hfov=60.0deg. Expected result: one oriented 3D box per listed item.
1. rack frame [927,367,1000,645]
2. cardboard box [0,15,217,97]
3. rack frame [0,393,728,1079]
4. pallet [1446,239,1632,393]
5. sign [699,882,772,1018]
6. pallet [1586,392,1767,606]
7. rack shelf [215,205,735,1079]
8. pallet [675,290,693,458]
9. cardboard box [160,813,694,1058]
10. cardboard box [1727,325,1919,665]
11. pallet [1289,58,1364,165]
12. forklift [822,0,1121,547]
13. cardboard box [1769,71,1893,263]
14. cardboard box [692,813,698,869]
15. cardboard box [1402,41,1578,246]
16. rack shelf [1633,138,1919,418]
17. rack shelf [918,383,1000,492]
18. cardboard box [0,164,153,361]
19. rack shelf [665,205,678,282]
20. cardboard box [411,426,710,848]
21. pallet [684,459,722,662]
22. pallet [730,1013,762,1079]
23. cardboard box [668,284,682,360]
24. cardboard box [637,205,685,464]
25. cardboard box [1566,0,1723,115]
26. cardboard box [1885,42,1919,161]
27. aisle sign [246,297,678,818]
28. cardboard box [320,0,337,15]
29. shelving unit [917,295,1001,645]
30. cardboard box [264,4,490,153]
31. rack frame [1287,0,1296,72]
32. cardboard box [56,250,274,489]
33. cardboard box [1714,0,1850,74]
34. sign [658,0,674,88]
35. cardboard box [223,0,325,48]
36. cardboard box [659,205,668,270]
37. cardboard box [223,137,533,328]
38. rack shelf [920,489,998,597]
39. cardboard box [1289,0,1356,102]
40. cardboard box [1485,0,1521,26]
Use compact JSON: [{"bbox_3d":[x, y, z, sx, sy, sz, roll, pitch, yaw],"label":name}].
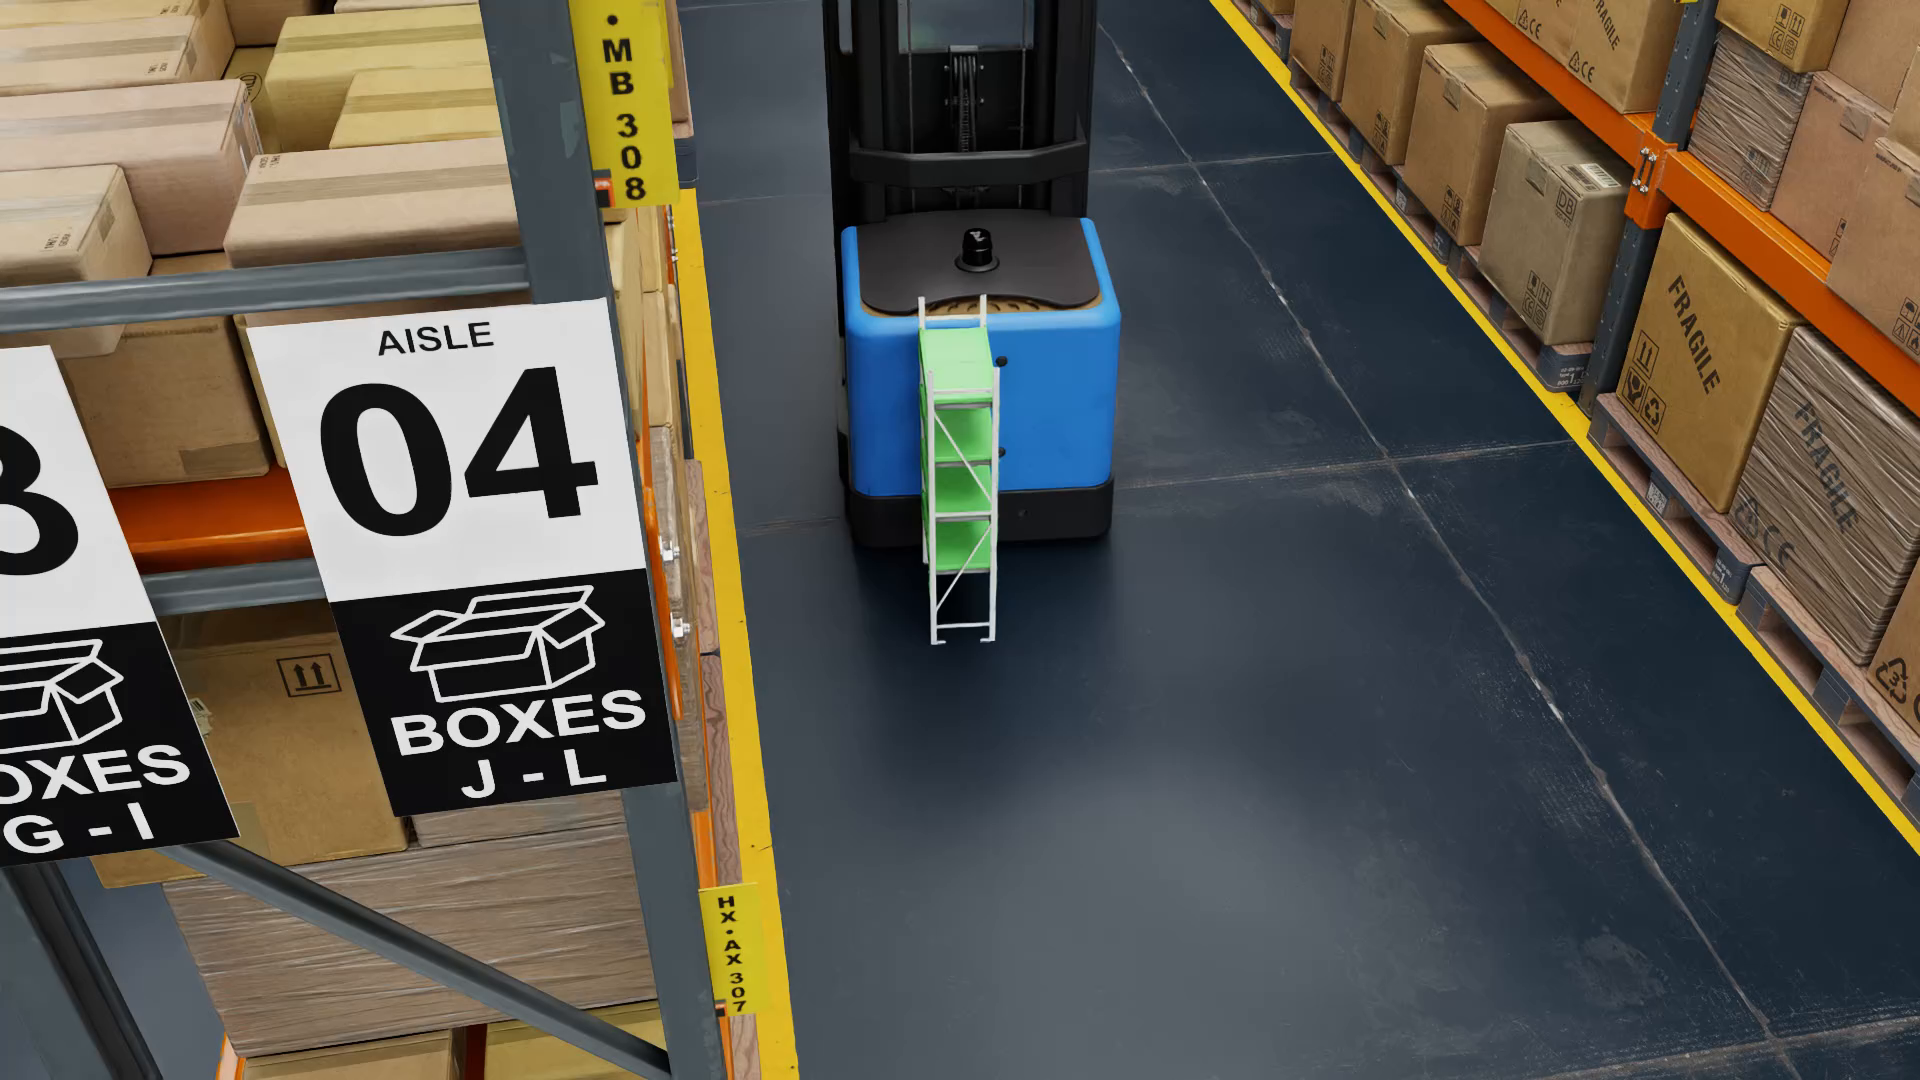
[{"bbox_3d":[0.012,-0.090,5.888,0.240,1.200,0.015,-3,38,-4],"label":"rack frame"},{"bbox_3d":[-1.347,-0.663,2.511,0.380,0.149,0.250,-8,39,-10],"label":"cardboard box"},{"bbox_3d":[-0.905,1.077,2.919,1.000,3.000,0.127,-6,38,-8],"label":"rack frame"},{"bbox_3d":[3.086,-1.168,8.082,1.003,0.211,1.213,-6,38,-8],"label":"pallet"},{"bbox_3d":[-0.370,0.677,2.728,0.100,0.325,0.005,-6,38,-8],"label":"sign"},{"bbox_3d":[3.351,-0.243,6.890,1.003,0.211,1.213,-6,38,-8],"label":"pallet"},{"bbox_3d":[-1.255,0.153,4.694,1.077,0.370,4.000,-6,38,-8],"label":"rack shelf"},{"bbox_3d":[-1.744,-0.708,7.489,1.003,0.211,1.213,-6,38,-8],"label":"pallet"},{"bbox_3d":[-0.974,0.585,3.228,0.875,0.500,0.500,-6,38,-8],"label":"cardboard box"},{"bbox_3d":[3.498,-0.207,5.961,0.875,0.875,0.875,-6,38,-8],"label":"cardboard box"},{"bbox_3d":[2.658,-2.642,9.979,1.003,0.211,1.213,-6,38,-8],"label":"pallet"},{"bbox_3d":[-0.022,-2.018,6.958,1.130,2.935,3.031,-3,38,-4],"label":"forklift"},{"bbox_3d":[3.490,-1.319,5.881,0.875,0.550,0.550,-6,38,-8],"label":"cardboard box"},{"bbox_3d":[-0.774,0.673,3.644,0.380,0.149,0.250,-6,38,-8],"label":"cardboard box"},{"bbox_3d":[2.932,-2.037,8.419,1.050,0.750,0.750,-6,38,-8],"label":"cardboard box"},{"bbox_3d":[3.646,-0.319,5.303,1.077,0.370,4.000,-6,38,-8],"label":"rack shelf"},{"bbox_3d":[-0.008,-0.379,5.972,0.258,0.148,0.480,-3,38,-4],"label":"rack shelf"},{"bbox_3d":[-1.260,-0.340,2.095,0.380,0.149,0.250,-6,38,-8],"label":"cardboard box"},{"bbox_3d":[-1.956,-2.263,7.804,1.077,0.370,4.000,-6,38,-8],"label":"rack shelf"},{"bbox_3d":[-0.733,0.164,2.955,0.500,0.500,0.500,-6,38,-8],"label":"cardboard box"},{"bbox_3d":[-1.453,0.164,6.367,1.003,0.211,1.213,-6,38,-8],"label":"pallet"},{"bbox_3d":[-1.025,1.638,4.470,1.003,0.211,1.213,-6,38,-8],"label":"pallet"},{"bbox_3d":[-1.106,-0.693,5.402,0.380,0.149,0.250,-6,38,-8],"label":"cardboard box"},{"bbox_3d":[-0.902,-0.441,3.734,0.500,0.500,0.500,-6,38,-8],"label":"cardboard box"},{"bbox_3d":[2.940,-2.137,6.975,0.500,0.500,0.500,-6,38,-8],"label":"cardboard box"},{"bbox_3d":[3.496,-1.410,5.117,0.875,0.550,0.550,-6,38,-8],"label":"cardboard box"},{"bbox_3d":[-0.598,0.056,2.115,0.394,0.787,0.004,-6,38,-8],"label":"aisle sign"},{"bbox_3d":[-1.411,-0.924,3.172,0.500,0.250,0.500,-5,38,-7],"label":"cardboard box"},{"bbox_3d":[-0.008,-0.240,6.080,0.258,1.200,0.503,-3,38,-4],"label":"shelving unit"},{"bbox_3d":[-0.841,-0.703,2.563,0.380,0.149,0.250,-7,38,-9],"label":"cardboard box"},{"bbox_3d":[2.594,-4.227,9.747,1.000,3.000,0.127,-6,38,-8],"label":"rack frame"},{"bbox_3d":[-1.239,-0.312,2.384,0.500,0.250,0.500,-5,38,-7],"label":"cardboard box"},{"bbox_3d":[3.326,-2.071,5.968,0.875,0.550,0.550,-6,38,-8],"label":"cardboard box"},{"bbox_3d":[-1.073,-1.744,5.844,0.100,0.325,0.005,-6,38,-8],"label":"sign"},{"bbox_3d":[-1.335,-0.975,2.913,0.380,0.149,0.250,-6,38,-7],"label":"cardboard box"},{"bbox_3d":[-1.080,-1.045,4.511,0.500,0.500,0.500,-6,38,-8],"label":"cardboard box"},{"bbox_3d":[-0.725,-0.397,2.168,0.380,0.149,0.250,-6,38,-8],"label":"cardboard box"},{"bbox_3d":[-0.008,0.000,6.267,0.258,0.148,0.480,-3,38,-4],"label":"rack shelf"},{"bbox_3d":[2.612,-3.127,9.822,1.050,0.750,0.750,-7,38,-9],"label":"cardboard box"},{"bbox_3d":[2.763,-2.748,7.761,0.500,0.500,0.500,-6,38,-7],"label":"cardboard box"}]
